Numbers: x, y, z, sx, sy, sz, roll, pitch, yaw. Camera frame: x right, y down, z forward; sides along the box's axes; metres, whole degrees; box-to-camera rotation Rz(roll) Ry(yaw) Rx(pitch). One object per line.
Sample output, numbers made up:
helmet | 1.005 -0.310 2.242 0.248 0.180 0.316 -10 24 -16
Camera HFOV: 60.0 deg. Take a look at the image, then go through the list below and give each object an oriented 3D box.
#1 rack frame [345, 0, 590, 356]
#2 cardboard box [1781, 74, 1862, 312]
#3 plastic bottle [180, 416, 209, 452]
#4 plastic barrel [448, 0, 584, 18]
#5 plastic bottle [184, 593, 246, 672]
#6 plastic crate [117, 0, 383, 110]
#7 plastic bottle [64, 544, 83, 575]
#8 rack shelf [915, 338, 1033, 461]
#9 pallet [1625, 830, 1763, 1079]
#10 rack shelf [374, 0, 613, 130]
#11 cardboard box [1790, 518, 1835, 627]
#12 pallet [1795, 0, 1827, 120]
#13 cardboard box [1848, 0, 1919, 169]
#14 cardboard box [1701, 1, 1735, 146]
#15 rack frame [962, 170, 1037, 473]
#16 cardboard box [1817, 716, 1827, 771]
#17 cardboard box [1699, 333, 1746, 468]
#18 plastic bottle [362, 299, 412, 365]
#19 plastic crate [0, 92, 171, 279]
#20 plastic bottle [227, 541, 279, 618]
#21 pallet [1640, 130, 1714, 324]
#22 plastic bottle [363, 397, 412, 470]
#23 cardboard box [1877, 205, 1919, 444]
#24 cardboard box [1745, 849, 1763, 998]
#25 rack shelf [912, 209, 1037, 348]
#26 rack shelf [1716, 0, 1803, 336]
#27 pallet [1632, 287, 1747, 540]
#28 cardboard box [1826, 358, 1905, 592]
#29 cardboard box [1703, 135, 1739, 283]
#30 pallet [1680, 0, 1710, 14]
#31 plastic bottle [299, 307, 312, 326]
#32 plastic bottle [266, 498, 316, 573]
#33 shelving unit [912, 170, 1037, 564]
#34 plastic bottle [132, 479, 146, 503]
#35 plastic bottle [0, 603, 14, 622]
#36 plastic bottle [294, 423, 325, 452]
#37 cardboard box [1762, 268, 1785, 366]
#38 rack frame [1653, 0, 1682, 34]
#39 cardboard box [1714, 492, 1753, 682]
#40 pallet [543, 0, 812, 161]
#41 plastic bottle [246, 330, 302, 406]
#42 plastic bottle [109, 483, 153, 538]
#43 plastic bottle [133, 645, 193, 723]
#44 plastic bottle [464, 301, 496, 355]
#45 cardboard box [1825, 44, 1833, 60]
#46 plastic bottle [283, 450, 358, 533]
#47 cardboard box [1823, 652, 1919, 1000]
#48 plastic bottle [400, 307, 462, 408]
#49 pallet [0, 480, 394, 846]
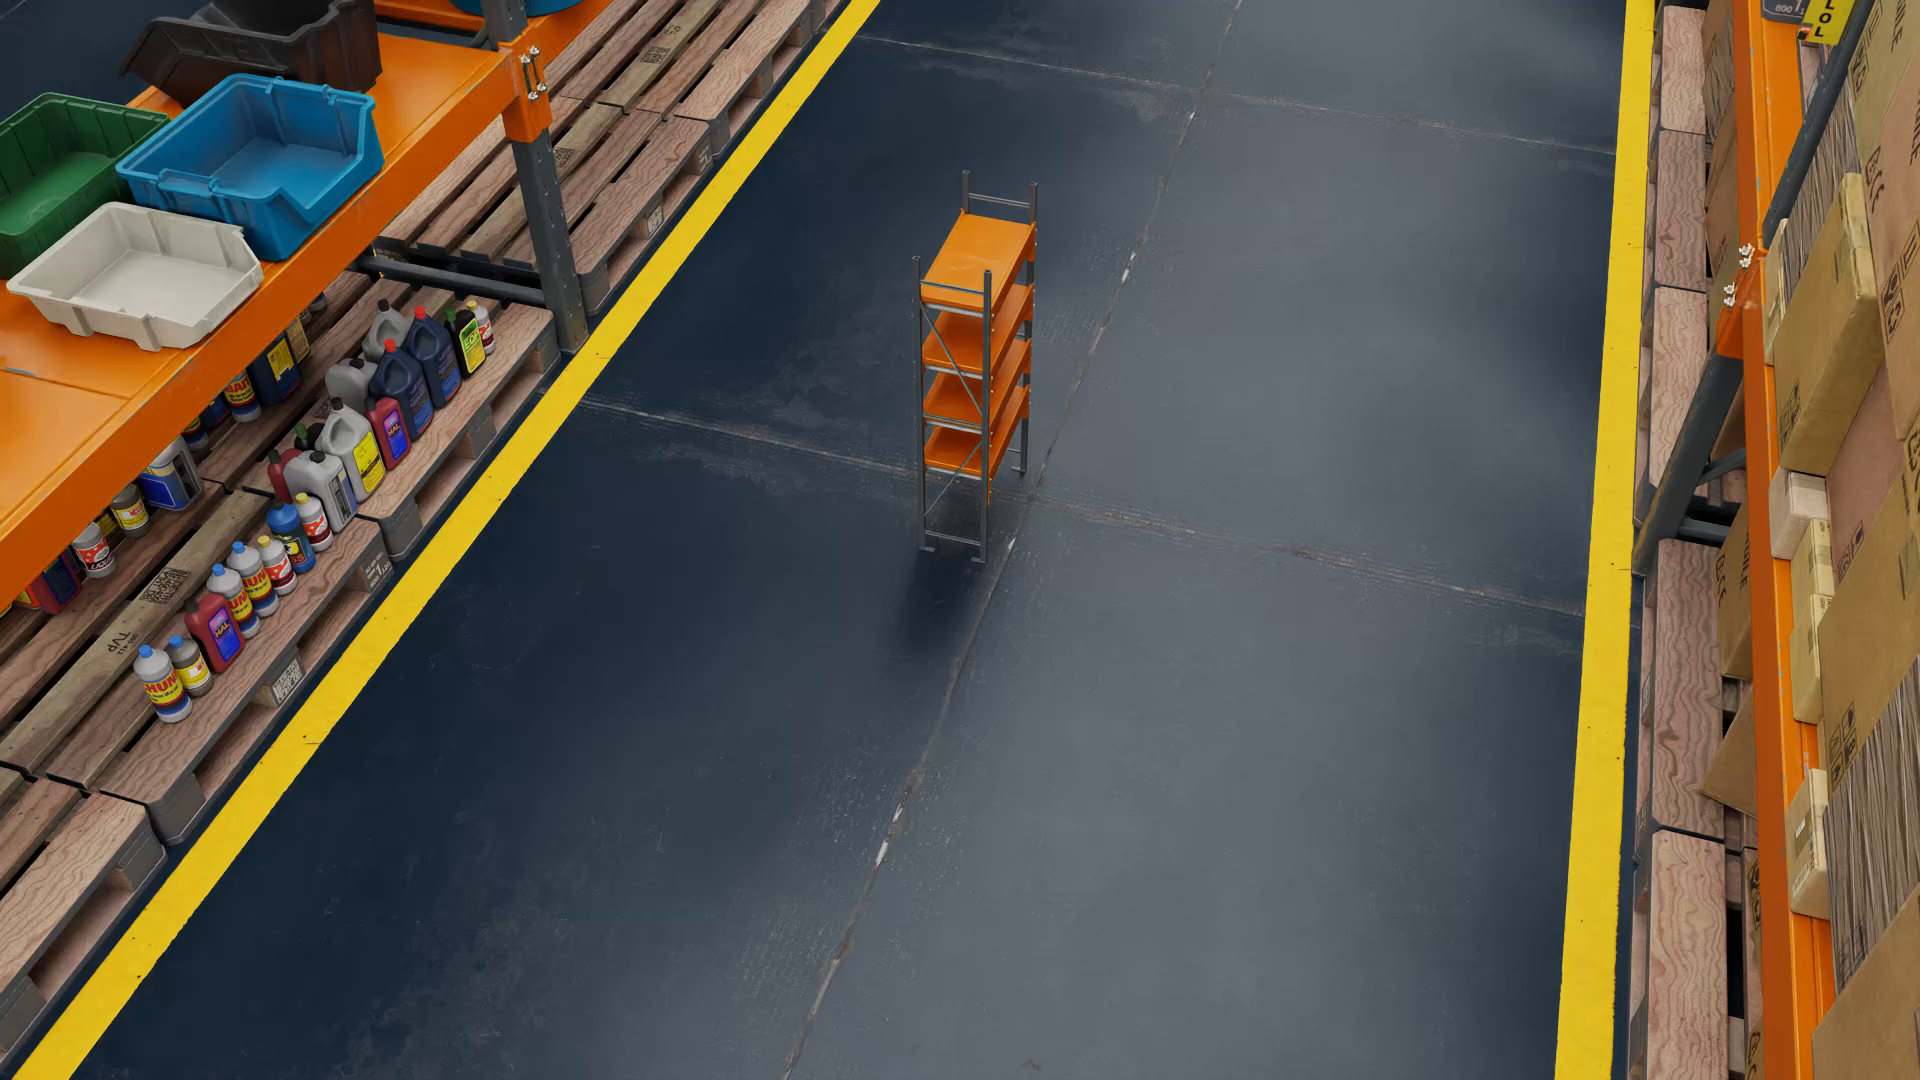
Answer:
rack frame | -1.956 -1.935 5.583 1.000 3.000 0.127 13 46 13
cardboard box | 2.569 -0.741 4.079 0.875 0.500 0.500 13 46 13
plastic bottle | -2.662 -0.435 5.686 0.097 0.271 0.097 0 44 0
plastic barrel | -1.550 -2.308 5.605 0.600 0.901 0.708 13 46 13
plastic bottle | -2.235 0.255 4.972 0.061 0.283 0.133 13 46 13
plastic crate | -2.236 -1.591 5.276 0.767 0.338 0.504 13 46 13
plastic bottle | -2.885 -0.024 5.263 0.152 0.276 0.135 11 46 11
rack shelf | 0.050 -0.491 5.490 0.258 0.148 0.480 13 46 13
pallet | 2.227 1.382 4.187 1.003 0.211 1.213 13 46 13
rack shelf | -1.350 -3.011 7.197 1.077 0.370 4.000 13 46 13
cardboard box | 2.057 0.122 3.661 0.380 0.149 0.250 13 46 13
pallet | 3.134 -1.296 5.067 1.003 0.211 1.213 13 46 13
cardboard box | 2.386 -1.139 3.771 0.500 0.500 0.500 13 46 13
cardboard box | 3.636 -1.993 7.115 0.700 0.500 0.500 9 45 9
rack frame | 0.124 -0.702 5.609 0.240 1.200 0.015 13 46 13
cardboard box | 1.939 0.462 3.313 0.380 0.149 0.250 13 46 13
cardboard box | 2.971 -0.555 5.645 0.700 0.500 0.500 9 45 9
plastic bottle | -2.014 -0.686 5.886 0.144 0.351 0.185 13 46 13
plastic crate | -2.636 -1.014 4.793 0.450 0.188 0.662 13 46 13
plastic bottle | -2.187 0.111 5.128 0.097 0.271 0.097 0 44 0
pallet | 3.366 -1.225 6.851 1.003 0.211 1.213 13 46 13
plastic bottle | -1.944 -0.386 5.627 0.061 0.283 0.133 15 46 15
cardboard box | 2.084 -0.473 3.089 0.500 0.500 0.500 13 46 13
cardboard box | 2.326 0.929 4.143 0.500 0.500 0.500 9 45 9
rack shelf | 0.050 -0.820 5.168 0.258 0.148 0.480 13 46 13
rack shelf | 3.370 -1.962 6.125 1.077 0.370 4.000 13 46 13
pallet | 2.999 -0.409 6.017 1.003 0.211 1.213 13 46 13
cardboard box | 2.329 -0.061 3.383 0.875 0.500 0.500 13 46 13
cardboard box | 3.302 -1.242 6.347 0.700 0.500 0.500 9 45 9
pallet | 4.286 -3.065 8.732 1.003 0.211 1.213 13 46 13
plastic bottle | -2.501 -0.905 6.216 0.097 0.201 0.097 0 44 0
plastic bottle | -2.126 -0.024 5.266 0.097 0.271 0.097 0 44 0
shelving unit | 0.050 -0.539 5.443 0.258 1.200 0.503 13 46 13
plastic bottle | -2.782 -0.286 5.477 0.144 0.351 0.185 12 46 12
plastic bottle | -3.011 0.146 5.084 0.061 0.283 0.133 14 46 13
plastic bottle | -2.138 -0.293 5.532 0.061 0.283 0.133 13 46 13
cardboard box | 2.324 -0.553 4.350 0.380 0.149 0.250 13 46 13
rack frame | 3.976 -3.552 7.236 1.000 3.000 0.127 13 46 13
cardboard box | 2.605 0.115 4.974 0.500 0.500 0.500 11 45 11
pallet | -1.388 -2.286 7.935 1.003 0.211 1.213 13 46 13
plastic bottle | -2.459 -0.665 5.864 0.144 0.351 0.185 13 46 13
plastic bottle | -2.710 -0.113 5.407 0.097 0.201 0.097 0 44 0
plastic bottle | -2.321 0.406 4.826 0.097 0.271 0.097 0 44 0
plastic bottle | -1.769 -0.784 6.093 0.097 0.201 0.097 0 44 0
cardboard box | 3.138 -1.751 4.665 1.000 1.000 1.000 13 46 13
plastic bottle | -2.085 -0.178 5.420 0.152 0.276 0.135 13 46 13
cardboard box | 1.975 0.594 2.714 0.875 0.500 0.500 13 46 13
plastic bottle | -1.876 -0.655 5.854 0.144 0.351 0.185 11 46 11
pallet | -2.567 0.316 5.276 1.003 0.211 1.213 13 46 13
